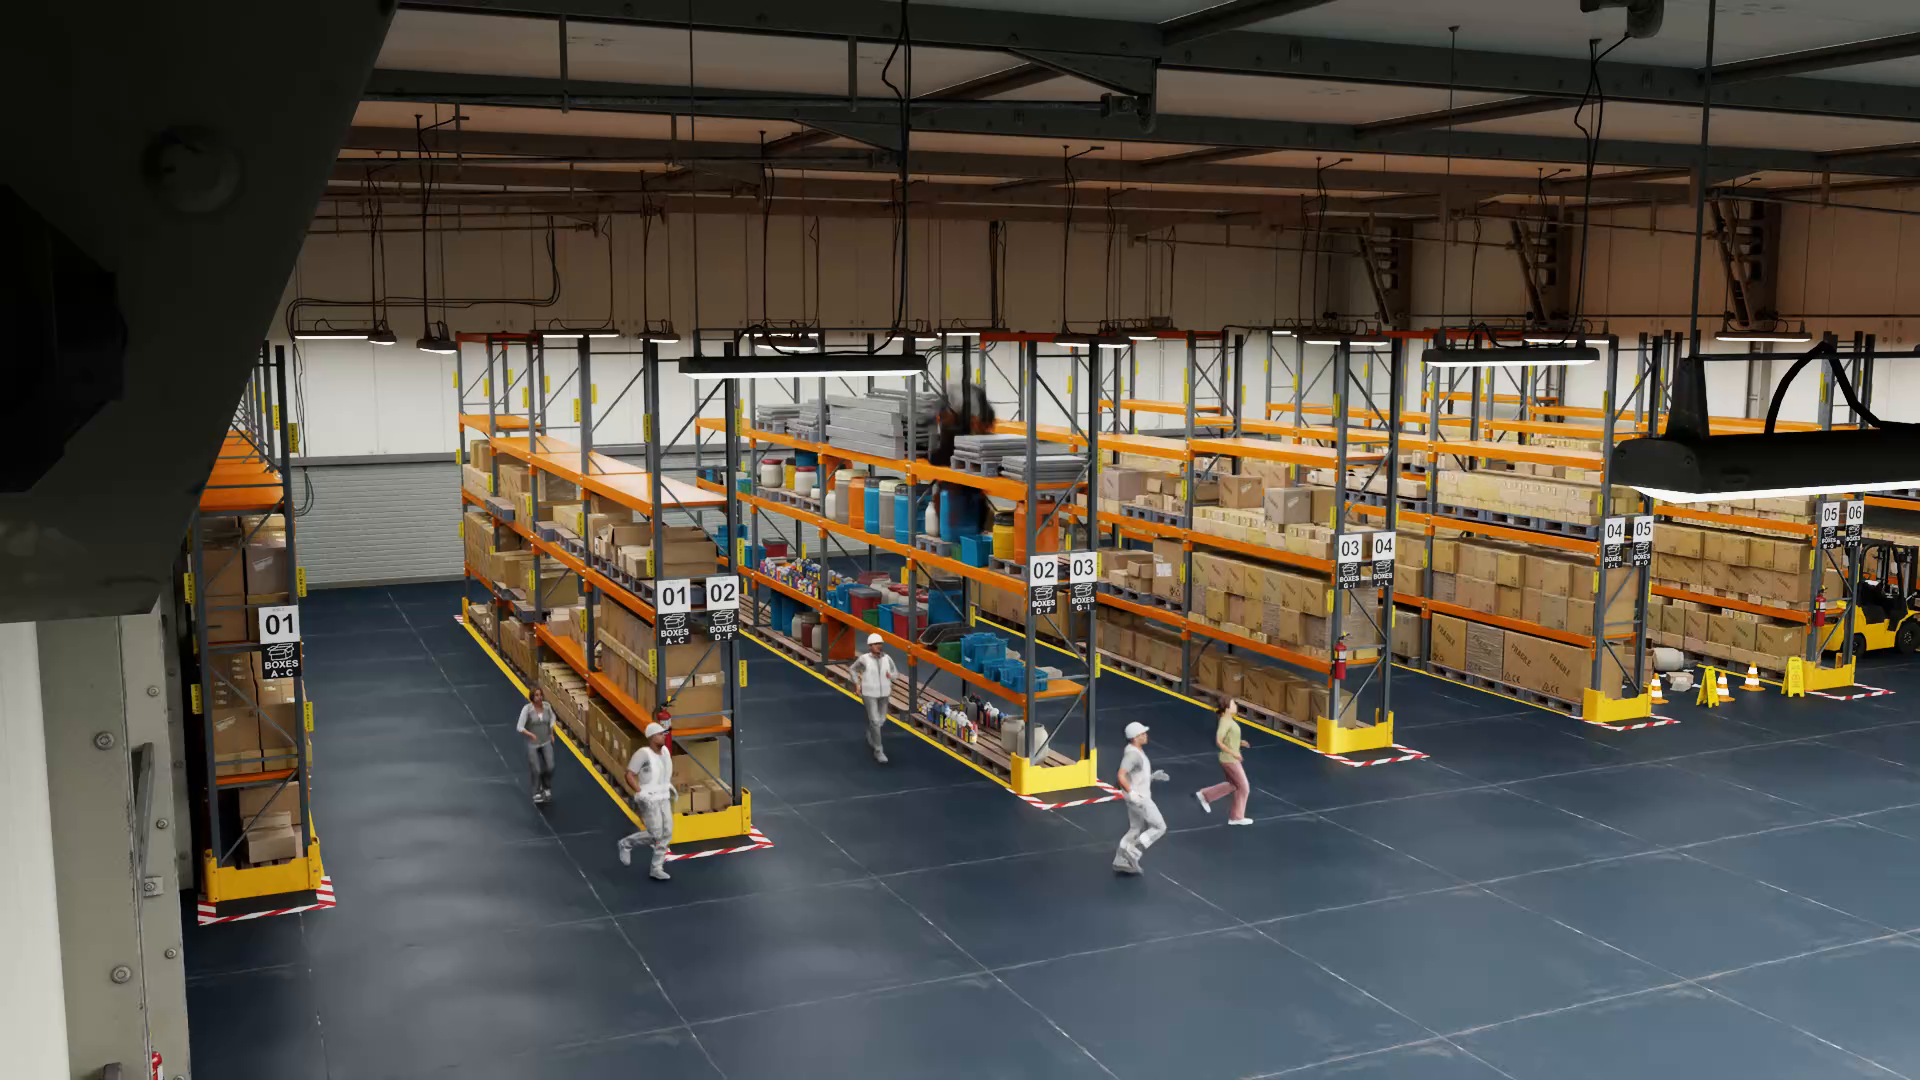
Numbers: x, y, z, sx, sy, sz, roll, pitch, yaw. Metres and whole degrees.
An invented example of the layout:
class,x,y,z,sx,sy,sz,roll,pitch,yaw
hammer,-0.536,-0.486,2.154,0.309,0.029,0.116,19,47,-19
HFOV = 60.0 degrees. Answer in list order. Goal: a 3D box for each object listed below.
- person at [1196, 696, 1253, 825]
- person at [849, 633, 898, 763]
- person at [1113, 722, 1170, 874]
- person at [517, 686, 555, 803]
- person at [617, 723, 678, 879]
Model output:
class,x,y,z,sx,sy,sz,roll,pitch,yaw
person,3.311,2.743,20.730,0.705,1.627,0.609,1,8,8
person,-1.204,2.221,23.859,0.649,1.776,0.946,-4,9,-28
person,2.062,2.921,18.829,0.640,1.746,0.653,0,8,-1
person,-5.439,2.660,21.490,0.541,1.565,0.604,-4,9,-28
person,-3.482,2.942,18.949,0.717,1.709,0.733,4,9,27
